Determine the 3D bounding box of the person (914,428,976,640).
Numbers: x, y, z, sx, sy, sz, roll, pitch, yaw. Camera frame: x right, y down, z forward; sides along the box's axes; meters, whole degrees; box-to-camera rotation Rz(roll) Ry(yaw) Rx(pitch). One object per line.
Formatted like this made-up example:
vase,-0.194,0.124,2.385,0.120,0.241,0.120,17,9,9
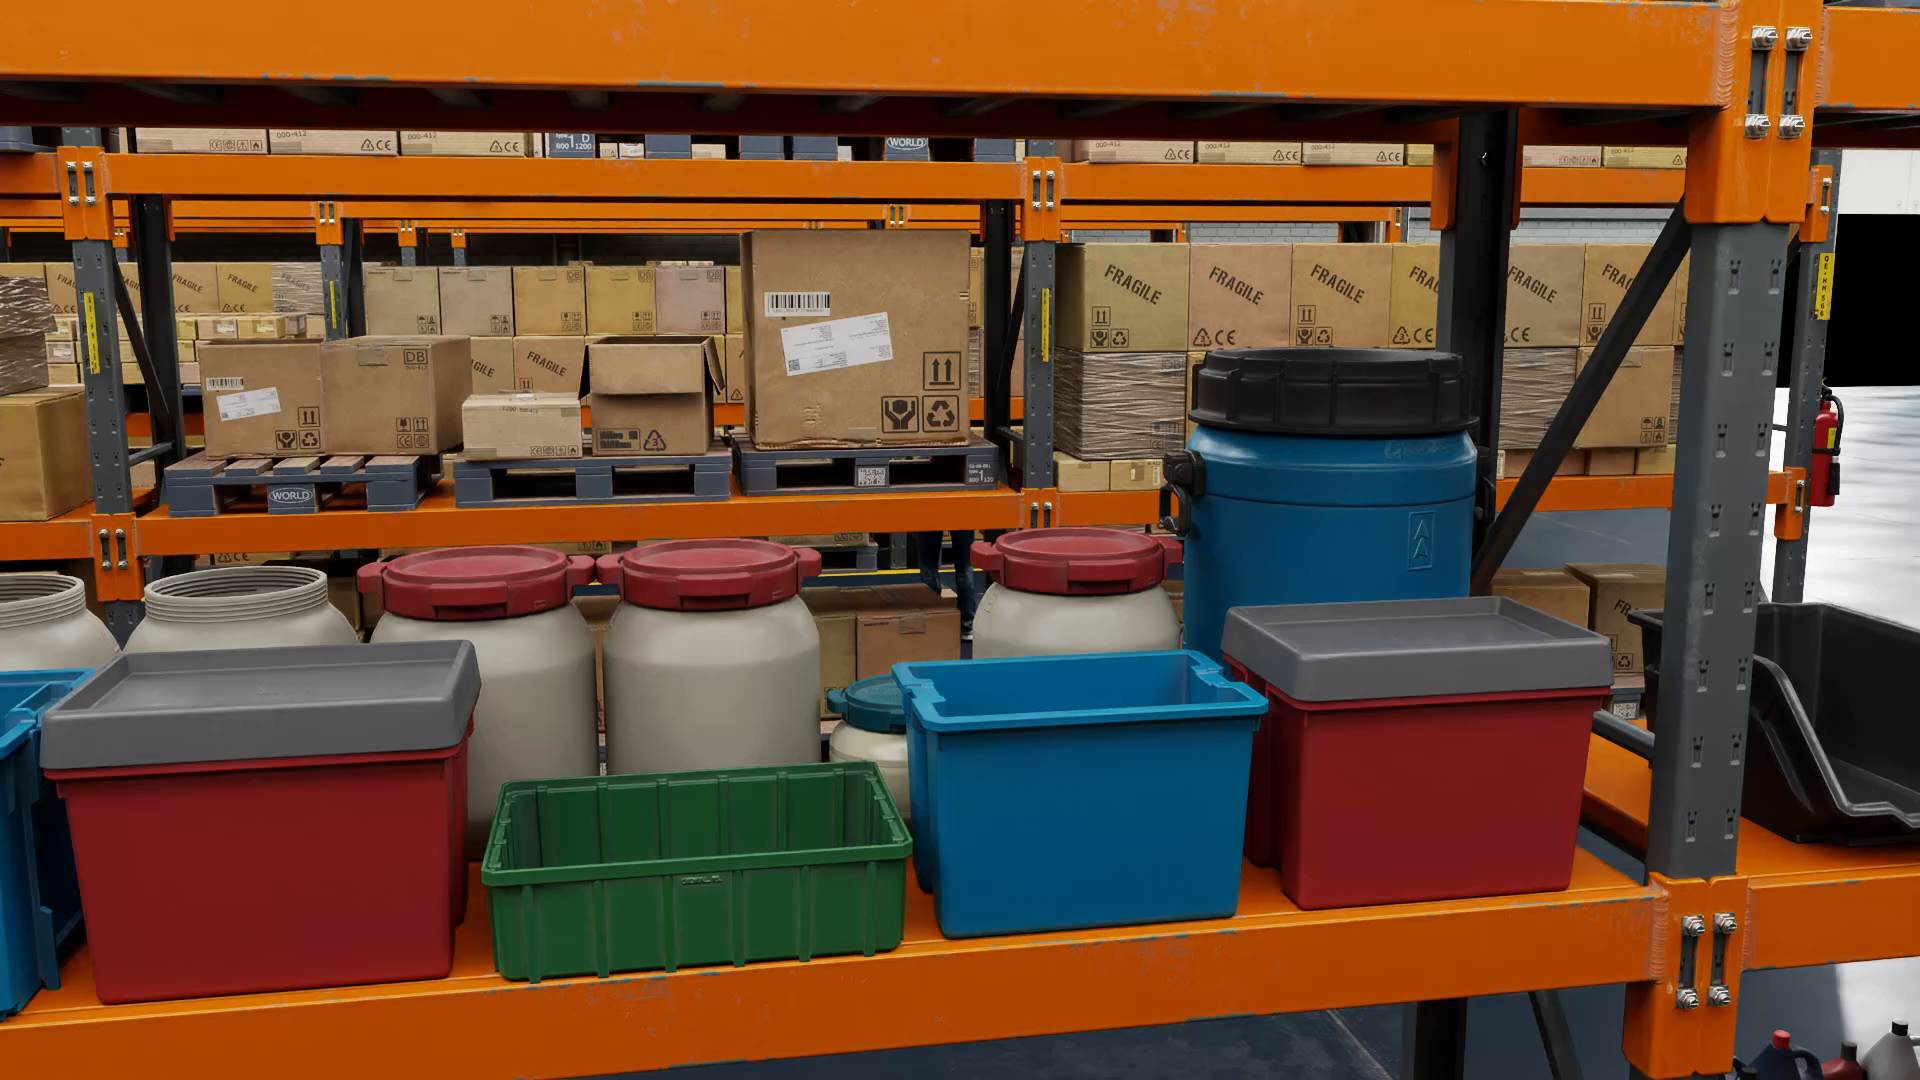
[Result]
person,-0.092,-0.149,10.322,0.462,1.581,0.344,-2,10,-13
